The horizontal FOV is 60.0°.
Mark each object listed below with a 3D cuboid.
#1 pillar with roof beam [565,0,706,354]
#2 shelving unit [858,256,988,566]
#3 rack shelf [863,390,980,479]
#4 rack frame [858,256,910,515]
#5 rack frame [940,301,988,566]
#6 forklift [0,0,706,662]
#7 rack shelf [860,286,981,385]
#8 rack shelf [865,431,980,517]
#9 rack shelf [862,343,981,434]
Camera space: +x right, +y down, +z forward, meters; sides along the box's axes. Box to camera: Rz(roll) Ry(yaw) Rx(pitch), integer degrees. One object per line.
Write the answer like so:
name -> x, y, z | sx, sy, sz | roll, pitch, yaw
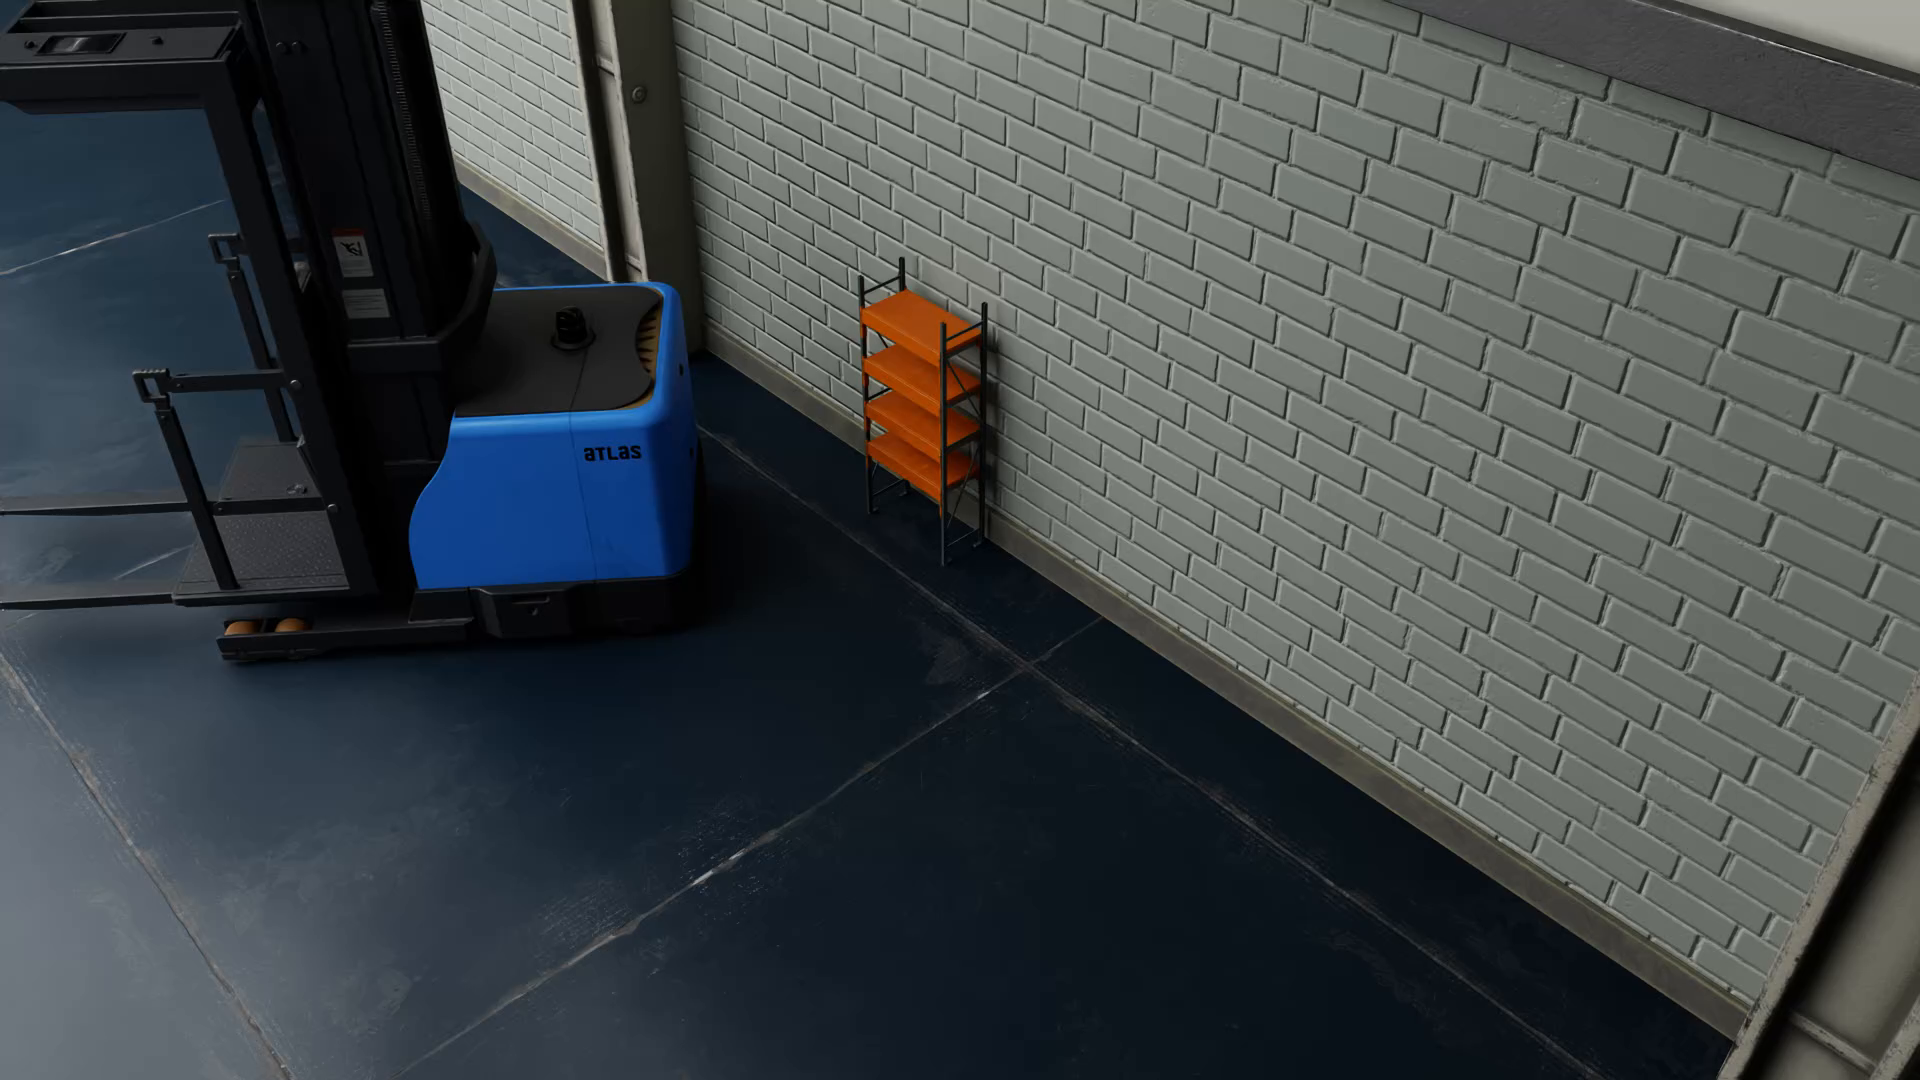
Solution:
pillar with roof beam -> -4.694, -2.694, 3.424 | 9.100, 9.000, 0.400 | -30, 48, -32
shelving unit -> -0.151, -0.522, 6.941 | 0.258, 1.200, 0.503 | -30, 48, -32
rack shelf -> -0.152, -0.470, 6.983 | 0.258, 0.148, 0.480 | -30, 48, -32
rack frame -> -0.318, -0.634, 7.080 | 0.240, 1.200, 0.015 | -30, 48, -32
rack frame -> 0.015, -0.410, 6.802 | 0.240, 1.200, 0.015 | -30, 48, -32
forklift -> -2.613, -1.000, 6.156 | 3.031, 2.935, 1.130 | -3, 39, -4
rack shelf -> -0.151, -0.828, 6.695 | 0.258, 0.148, 0.480 | -30, 48, -32
rack shelf -> -0.152, -0.315, 7.108 | 0.258, 0.148, 0.480 | -30, 48, -32
rack shelf -> -0.151, -0.644, 6.843 | 0.258, 0.148, 0.480 | -30, 48, -32
